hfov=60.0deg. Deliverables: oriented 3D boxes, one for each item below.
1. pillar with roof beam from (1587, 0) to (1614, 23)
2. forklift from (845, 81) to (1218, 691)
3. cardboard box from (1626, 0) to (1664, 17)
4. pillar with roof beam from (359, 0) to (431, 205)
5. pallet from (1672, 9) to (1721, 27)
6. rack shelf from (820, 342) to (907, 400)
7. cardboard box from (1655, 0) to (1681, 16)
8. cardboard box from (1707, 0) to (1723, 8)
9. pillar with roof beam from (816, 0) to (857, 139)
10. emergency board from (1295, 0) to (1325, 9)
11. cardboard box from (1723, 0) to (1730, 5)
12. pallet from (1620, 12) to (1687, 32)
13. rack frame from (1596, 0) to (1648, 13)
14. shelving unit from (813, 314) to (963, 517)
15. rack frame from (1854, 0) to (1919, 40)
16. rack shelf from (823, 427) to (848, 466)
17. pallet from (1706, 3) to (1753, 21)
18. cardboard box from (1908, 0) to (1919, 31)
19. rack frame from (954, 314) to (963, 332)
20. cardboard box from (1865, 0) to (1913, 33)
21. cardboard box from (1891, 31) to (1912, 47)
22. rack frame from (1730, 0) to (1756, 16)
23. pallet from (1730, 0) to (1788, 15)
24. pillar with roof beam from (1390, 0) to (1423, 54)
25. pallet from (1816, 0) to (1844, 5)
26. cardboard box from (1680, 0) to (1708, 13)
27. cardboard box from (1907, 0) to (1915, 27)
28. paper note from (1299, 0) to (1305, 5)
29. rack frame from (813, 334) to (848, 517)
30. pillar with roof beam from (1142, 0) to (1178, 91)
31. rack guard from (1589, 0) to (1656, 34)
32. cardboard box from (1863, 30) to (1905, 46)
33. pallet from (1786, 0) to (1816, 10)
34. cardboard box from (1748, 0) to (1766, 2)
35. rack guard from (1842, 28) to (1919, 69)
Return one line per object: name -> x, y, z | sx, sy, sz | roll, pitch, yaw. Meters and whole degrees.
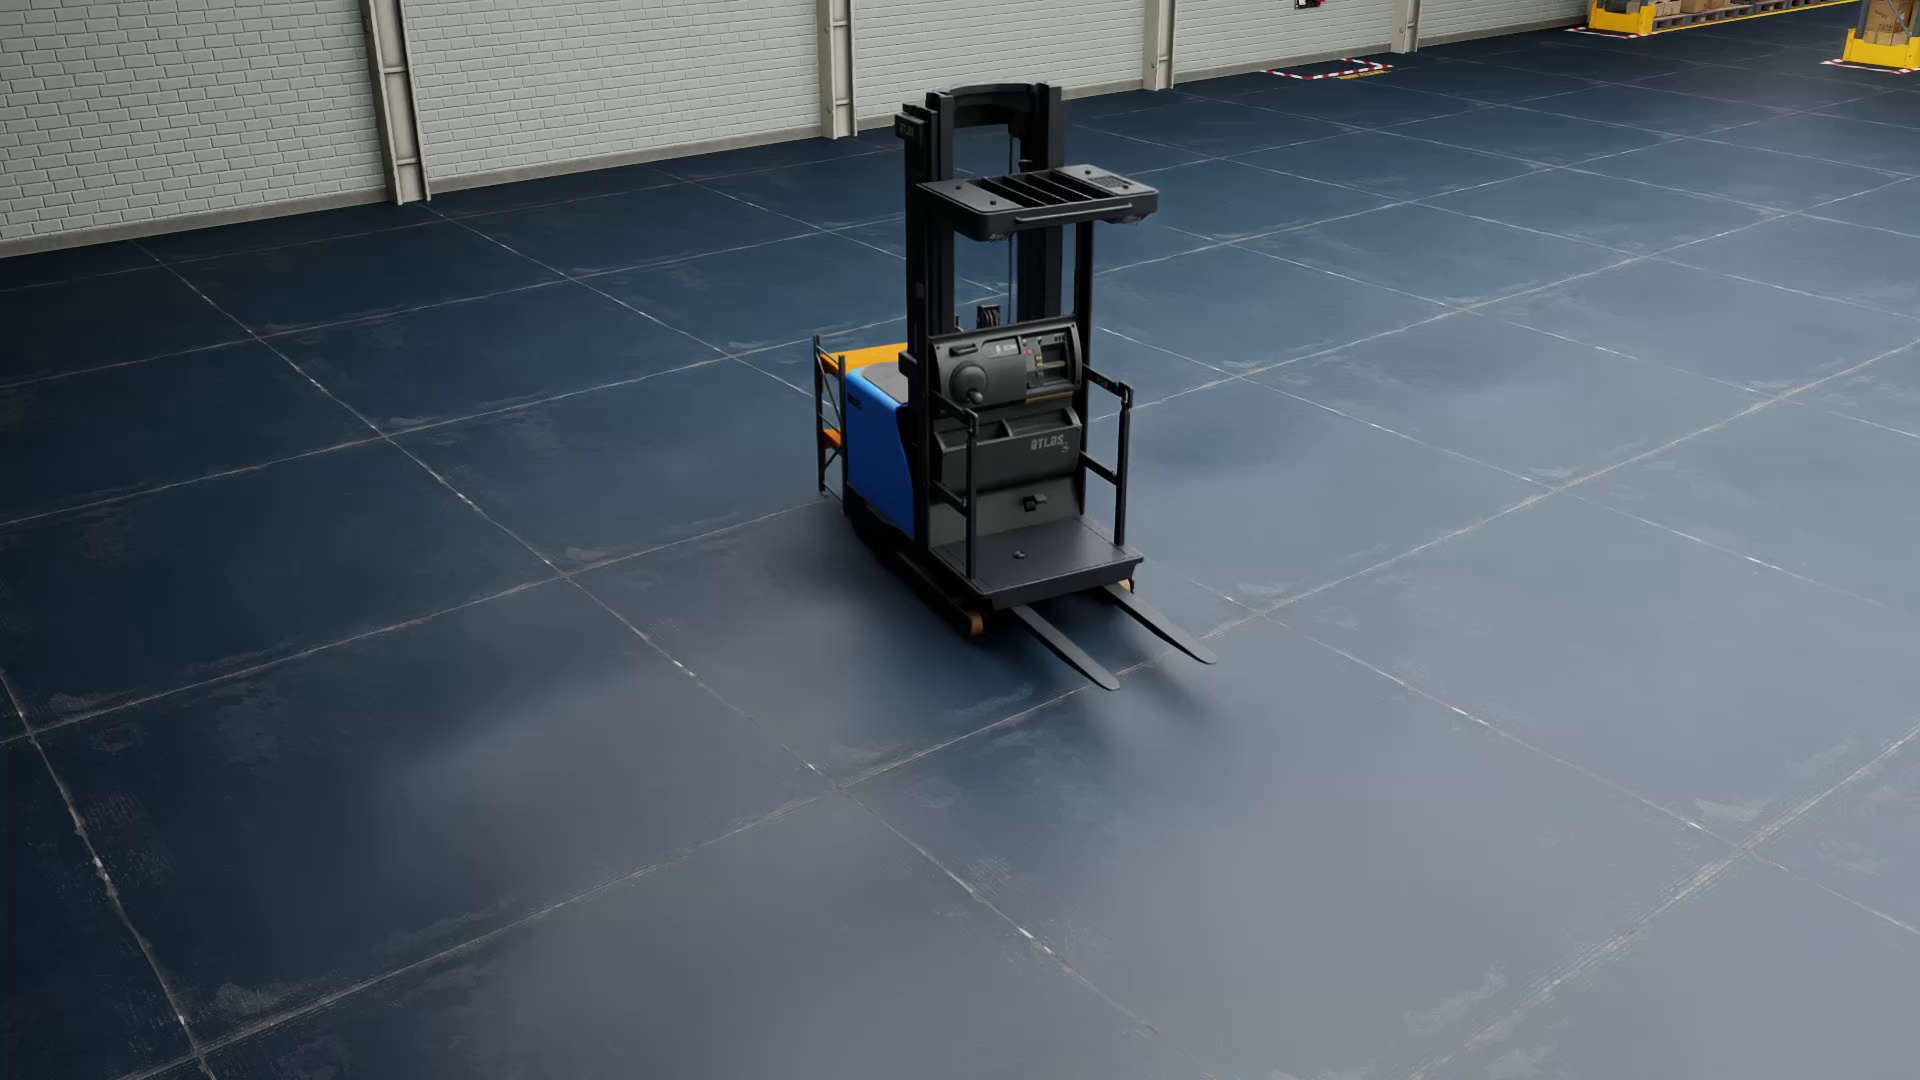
pillar with roof beam -> 15.181, -12.821, 27.687 | 0.400, 9.000, 9.100 | -18, 31, -34
forklift -> 0.380, -0.983, 9.387 | 1.130, 2.935, 3.031 | -12, 28, -25
cardboard box -> 13.107, -10.188, 31.810 | 0.500, 0.311, 0.500 | -23, 33, -40
pillar with roof beam -> -3.705, -6.587, 14.254 | 0.400, 9.000, 9.100 | -18, 31, -34
pallet -> 14.187, -10.327, 32.752 | 1.213, 0.211, 1.003 | -18, 31, -34
rack shelf -> -0.395, -1.117, 11.124 | 1.000, 0.278, 0.538 | -11, 27, -23
cardboard box -> 13.556, -10.336, 32.129 | 0.500, 0.311, 0.500 | -15, 29, -30
cardboard box -> 14.863, -10.880, 33.076 | 0.500, 0.500, 0.500 | -21, 32, -38
pillar with roof beam -> 1.016, -8.146, 17.612 | 0.400, 9.000, 9.100 | -18, 31, -34
emergency board -> 5.835, -9.338, 27.308 | 0.643, 1.169, 0.194 | -18, 31, -34
cardboard box -> 15.252, -10.862, 33.435 | 0.380, 0.166, 0.250 | 22, 33, 39
pallet -> 13.228, -10.012, 32.072 | 1.213, 0.211, 1.003 | -18, 31, -34
rack frame -> 12.507, -11.058, 31.013 | 0.127, 3.000, 1.000 | -18, 31, -34
shelving unit -> -0.395, -0.851, 11.248 | 1.048, 1.125, 0.538 | -11, 27, -23
rack frame -> 15.567, -9.418, 27.480 | 0.127, 3.000, 1.000 | -18, 31, -34
rack shelf -> -0.395, -0.629, 11.350 | 1.000, 0.278, 0.538 | -11, 27, -23
pallet -> 15.148, -10.646, 33.438 | 1.213, 0.211, 1.003 | -18, 31, -34
cardboard box -> 16.518, -8.897, 28.235 | 0.500, 0.500, 0.500 | -18, 31, -34
rack frame -> 0.065, -0.943, 11.445 | 0.032, 1.125, 0.500 | -11, 27, -23
cardboard box -> 15.805, -8.939, 28.325 | 0.500, 0.500, 0.500 | -18, 31, -34
cardboard box -> 16.126, -8.427, 28.111 | 0.500, 0.250, 0.500 | -18, 31, -34
rack frame -> 15.655, -12.097, 33.252 | 0.127, 3.000, 1.000 | -18, 31, -34
pallet -> 16.267, -11.035, 34.276 | 1.213, 0.211, 1.003 | -18, 31, -34
pillar with roof beam -> 10.459, -11.263, 24.329 | 0.400, 9.000, 9.100 | -18, 31, -34
pallet -> 18.187, -11.669, 35.642 | 1.213, 0.211, 1.003 | -18, 31, -34
cardboard box -> 14.164, -10.596, 32.464 | 0.500, 0.500, 0.700 | -21, 32, -37
cardboard box -> 16.583, -9.204, 28.895 | 0.500, 0.500, 0.500 | -18, 31, -34
paper note -> 5.653, -8.916, 27.444 | 0.142, 0.148, 0.016 | -18, 31, -34
rack frame -> -0.854, -0.759, 11.050 | 0.032, 1.125, 0.500 | -11, 27, -23
pillar with roof beam -> 5.738, -9.704, 20.970 | 0.400, 9.000, 9.100 | -18, 31, -34
rack guard -> 12.567, -9.944, 31.582 | 0.348, 0.500, 1.175 | -18, 31, -34
cardboard box -> 15.807, -8.598, 28.481 | 0.500, 0.250, 0.500 | -18, 31, -34
pallet -> 17.227, -11.354, 34.963 | 1.213, 0.211, 1.003 | -18, 31, -34
cardboard box -> 16.224, -11.359, 34.110 | 0.500, 0.500, 0.700 | -17, 30, -32
rack guard -> 15.548, -8.278, 27.992 | 0.348, 0.500, 1.175 | -18, 31, -34
